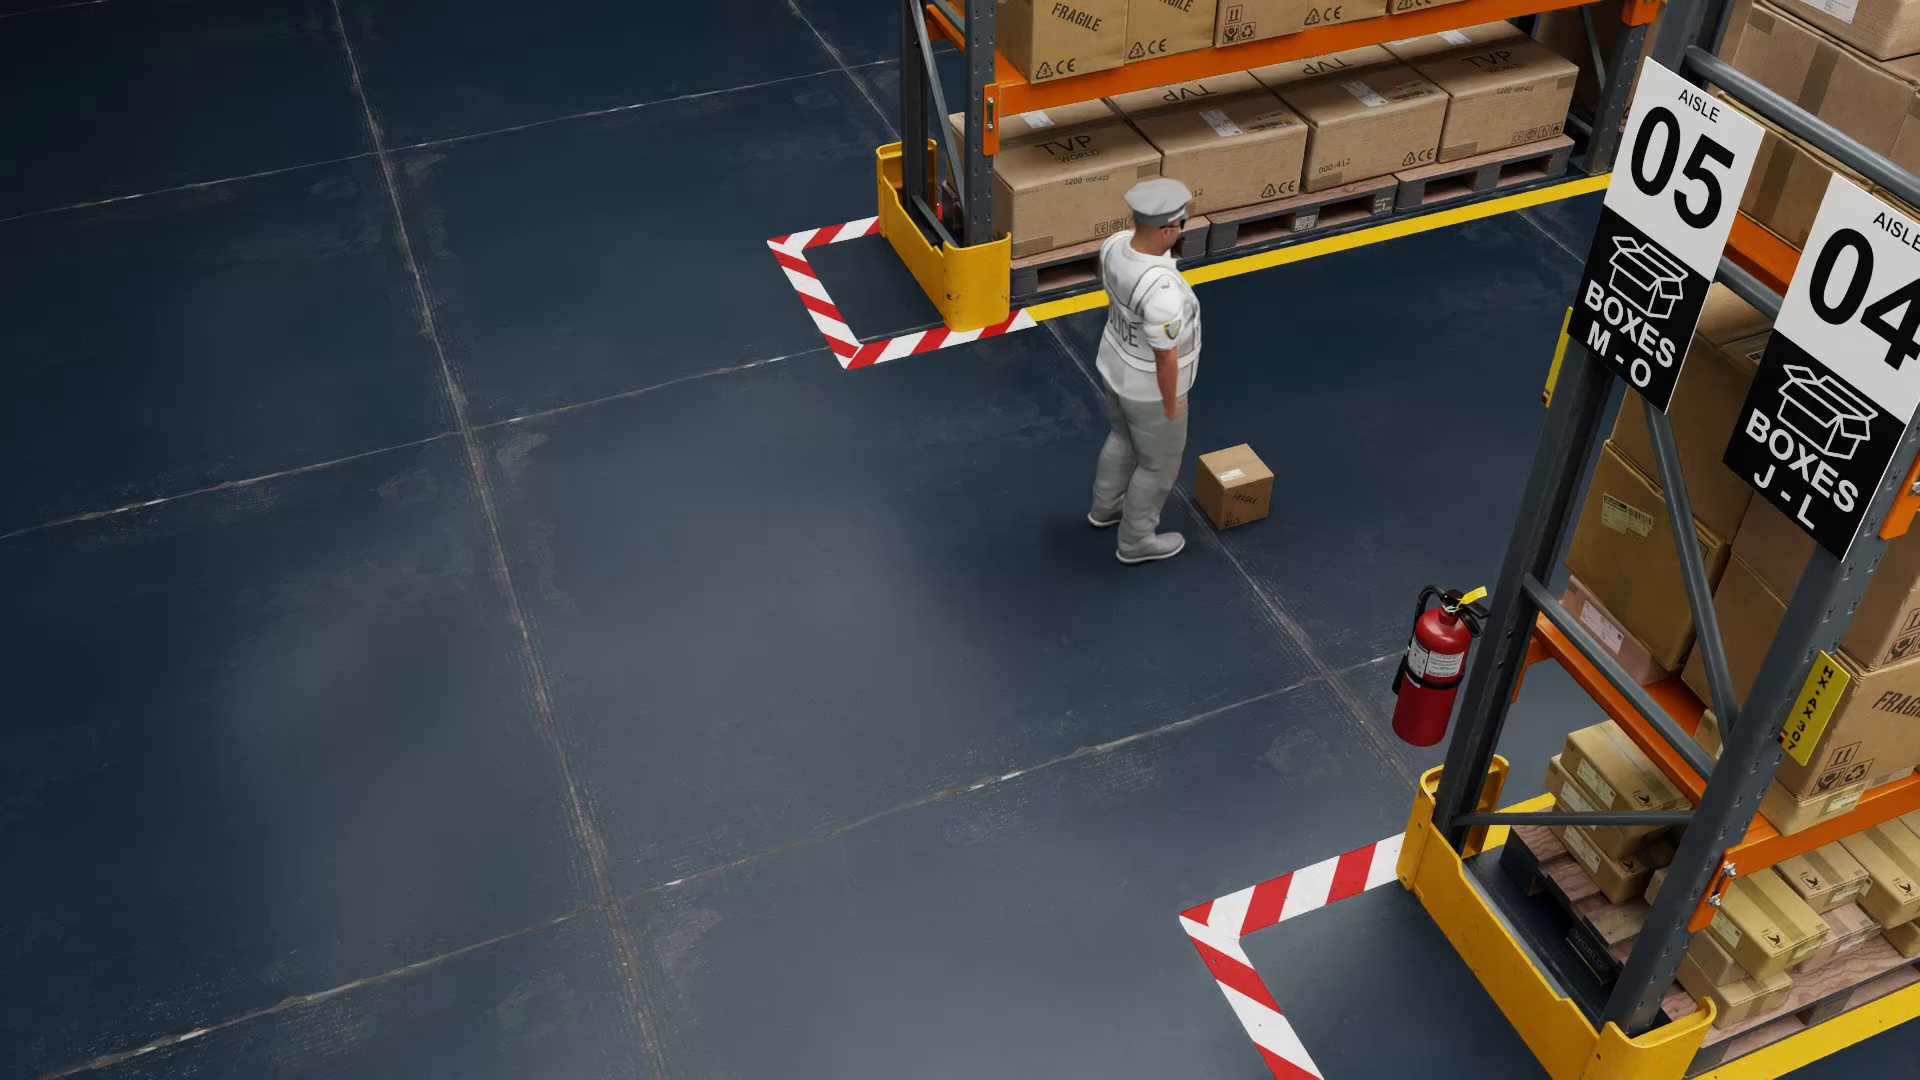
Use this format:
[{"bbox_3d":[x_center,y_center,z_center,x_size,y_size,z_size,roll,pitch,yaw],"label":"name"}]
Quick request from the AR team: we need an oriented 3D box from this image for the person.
[{"bbox_3d":[0.779,-0.688,6.945,0.393,1.747,0.529,-14,43,-16],"label":"person"}]
